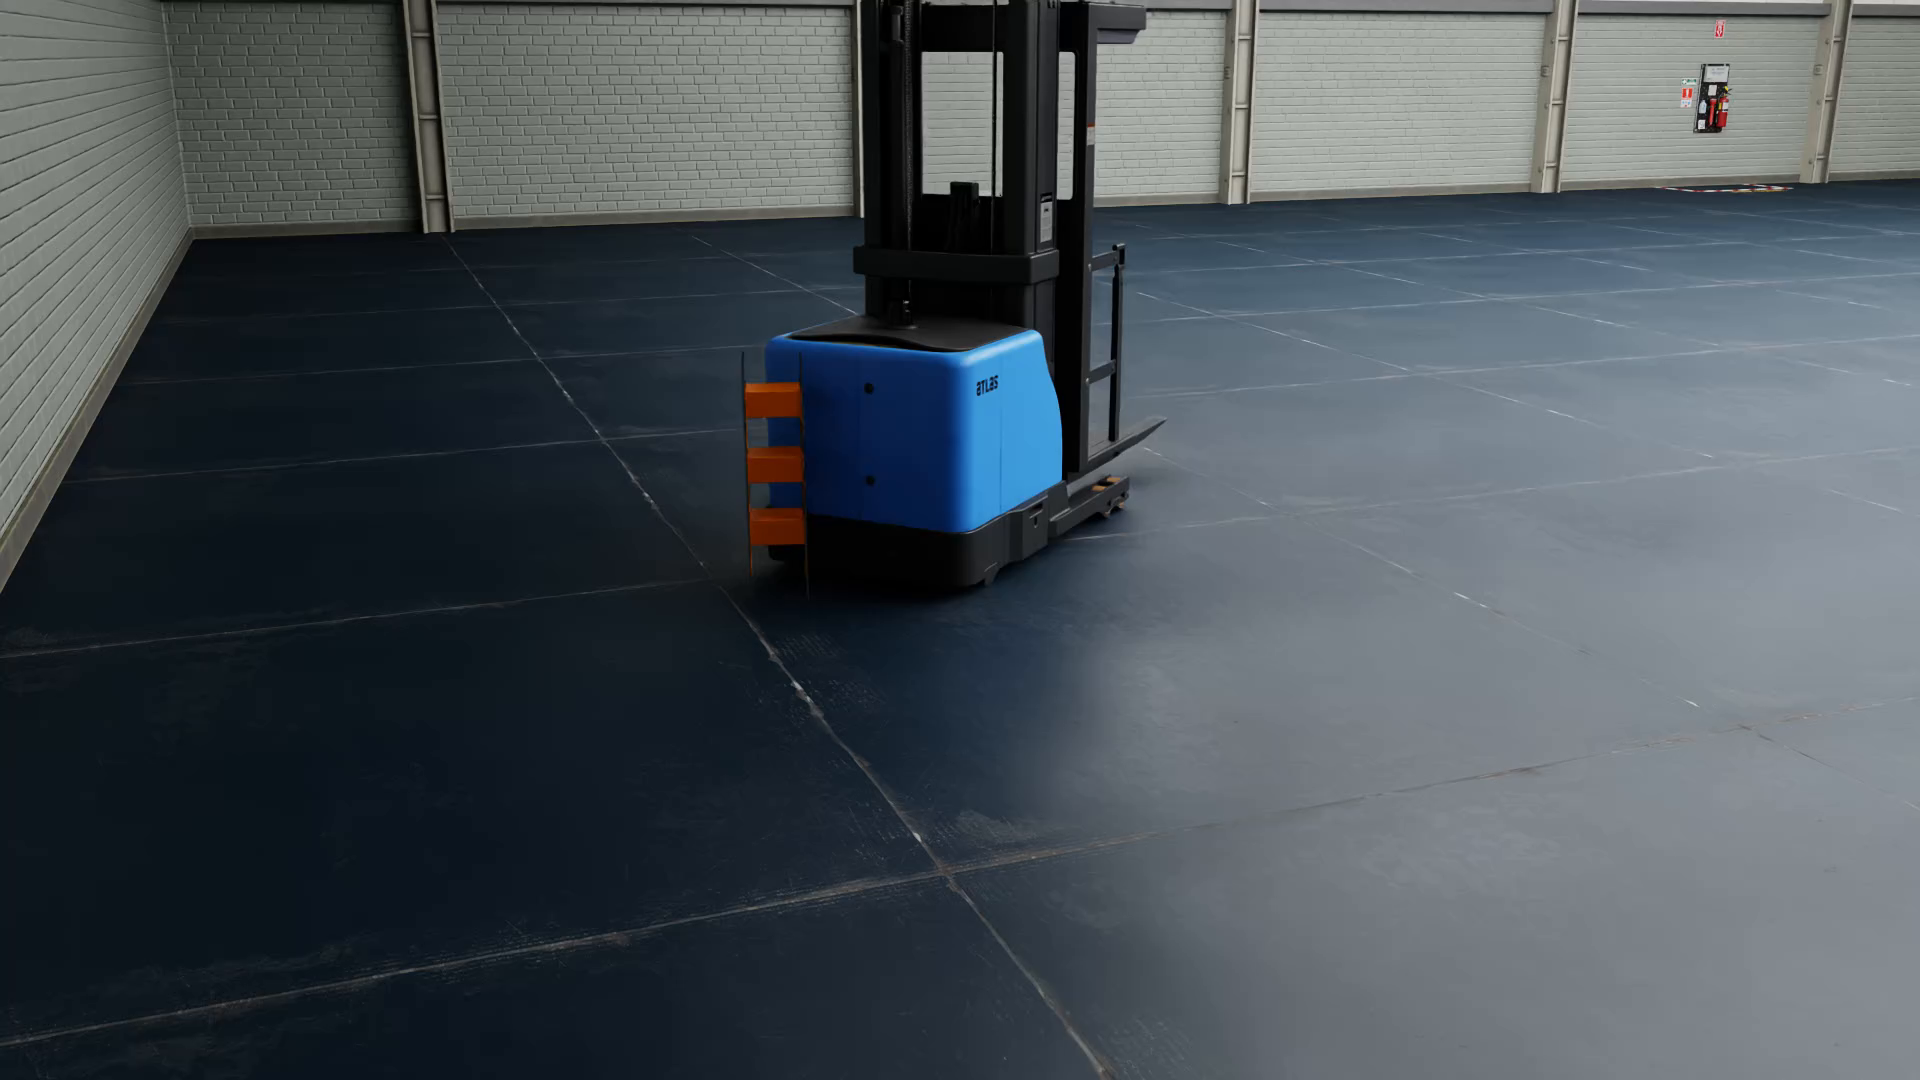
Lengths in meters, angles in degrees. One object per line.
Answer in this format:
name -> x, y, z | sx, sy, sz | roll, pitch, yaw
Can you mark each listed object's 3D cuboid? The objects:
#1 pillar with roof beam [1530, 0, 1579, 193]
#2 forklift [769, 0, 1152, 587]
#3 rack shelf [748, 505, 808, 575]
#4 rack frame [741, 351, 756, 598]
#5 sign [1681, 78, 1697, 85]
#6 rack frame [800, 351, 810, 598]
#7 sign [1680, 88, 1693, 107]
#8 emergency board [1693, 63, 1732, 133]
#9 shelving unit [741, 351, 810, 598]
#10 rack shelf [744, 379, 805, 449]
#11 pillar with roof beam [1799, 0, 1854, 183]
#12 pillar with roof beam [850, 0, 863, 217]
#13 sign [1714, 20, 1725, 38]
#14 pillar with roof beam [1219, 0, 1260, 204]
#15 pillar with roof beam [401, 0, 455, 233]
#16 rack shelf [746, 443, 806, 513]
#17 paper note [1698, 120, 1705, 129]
pillar with roof beam -> 11.446, -9.083, 23.057 | 0.400, 9.000, 9.100 | -6, 17, -20
forklift -> 0.208, -1.574, 8.257 | 1.130, 2.935, 3.031 | 7, 18, 23
rack shelf -> -0.791, -0.003, 7.268 | 0.240, 0.259, 0.215 | -1, 16, -2
rack frame -> -0.913, -0.278, 7.183 | 0.008, 1.050, 0.200 | -1, 16, -2
sign -> 12.641, -7.944, 28.822 | 0.331, 0.109, 0.001 | -6, 17, -20
rack frame -> -0.669, -0.281, 7.191 | 0.008, 1.050, 0.200 | -1, 16, -2
sign -> 12.634, -7.691, 28.903 | 0.234, 0.329, 0.001 | -6, 17, -20
emergency board -> 13.187, -7.703, 29.005 | 0.643, 1.169, 0.194 | -6, 17, -20
shelving unit -> -0.791, -0.280, 7.187 | 0.252, 1.050, 0.215 | -1, 16, -2
rack shelf -> -0.791, -0.542, 7.110 | 0.240, 0.259, 0.215 | -1, 16, -2
pillar with roof beam -> 17.049, -9.688, 25.117 | 0.400, 9.000, 9.100 | -6, 17, -20
pillar with roof beam -> 0.241, -7.873, 18.937 | 0.400, 9.000, 9.100 | -6, 17, -20
sign -> 13.144, -8.840, 28.765 | 0.199, 0.298, 0.001 | -6, 17, -20
pillar with roof beam -> 5.843, -8.478, 20.997 | 0.400, 9.000, 9.100 | -6, 17, -20
pillar with roof beam -> -5.362, -7.268, 16.877 | 0.400, 9.000, 9.100 | -6, 17, -20
rack shelf -> -0.791, -0.269, 7.190 | 0.240, 0.259, 0.215 | -1, 16, -2
paper note -> 12.997, -7.280, 29.130 | 0.142, 0.148, 0.016 | -6, 17, -20
